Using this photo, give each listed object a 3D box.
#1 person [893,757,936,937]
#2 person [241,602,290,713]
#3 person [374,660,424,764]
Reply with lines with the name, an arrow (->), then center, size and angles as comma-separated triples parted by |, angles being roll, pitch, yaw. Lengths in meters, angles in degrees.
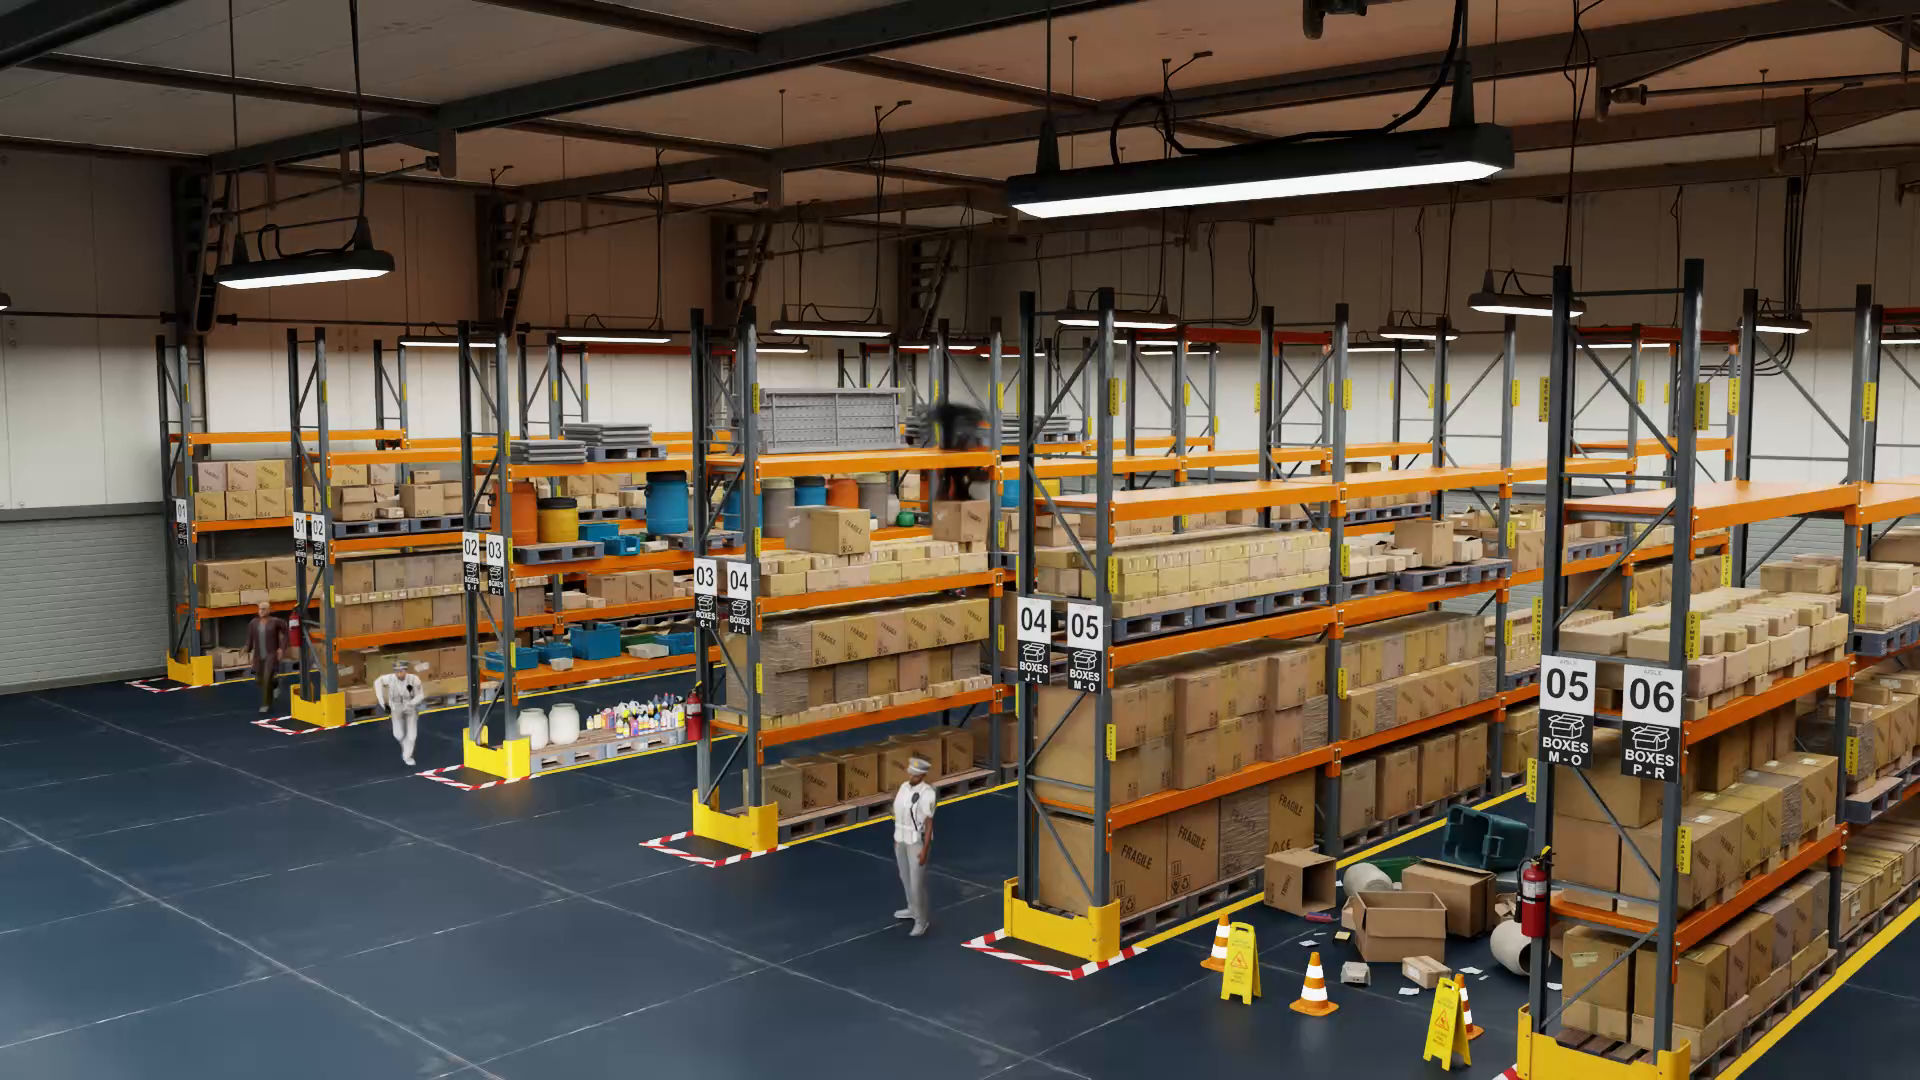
person -> -0.454, 2.880, 15.808 | 0.597, 1.702, 0.448 | 5, 7, 43
person -> -10.944, 1.833, 26.329 | 0.693, 1.733, 0.783 | 0, 5, 5
person -> -7.535, 2.325, 22.366 | 0.651, 1.499, 0.778 | -1, 5, -11
